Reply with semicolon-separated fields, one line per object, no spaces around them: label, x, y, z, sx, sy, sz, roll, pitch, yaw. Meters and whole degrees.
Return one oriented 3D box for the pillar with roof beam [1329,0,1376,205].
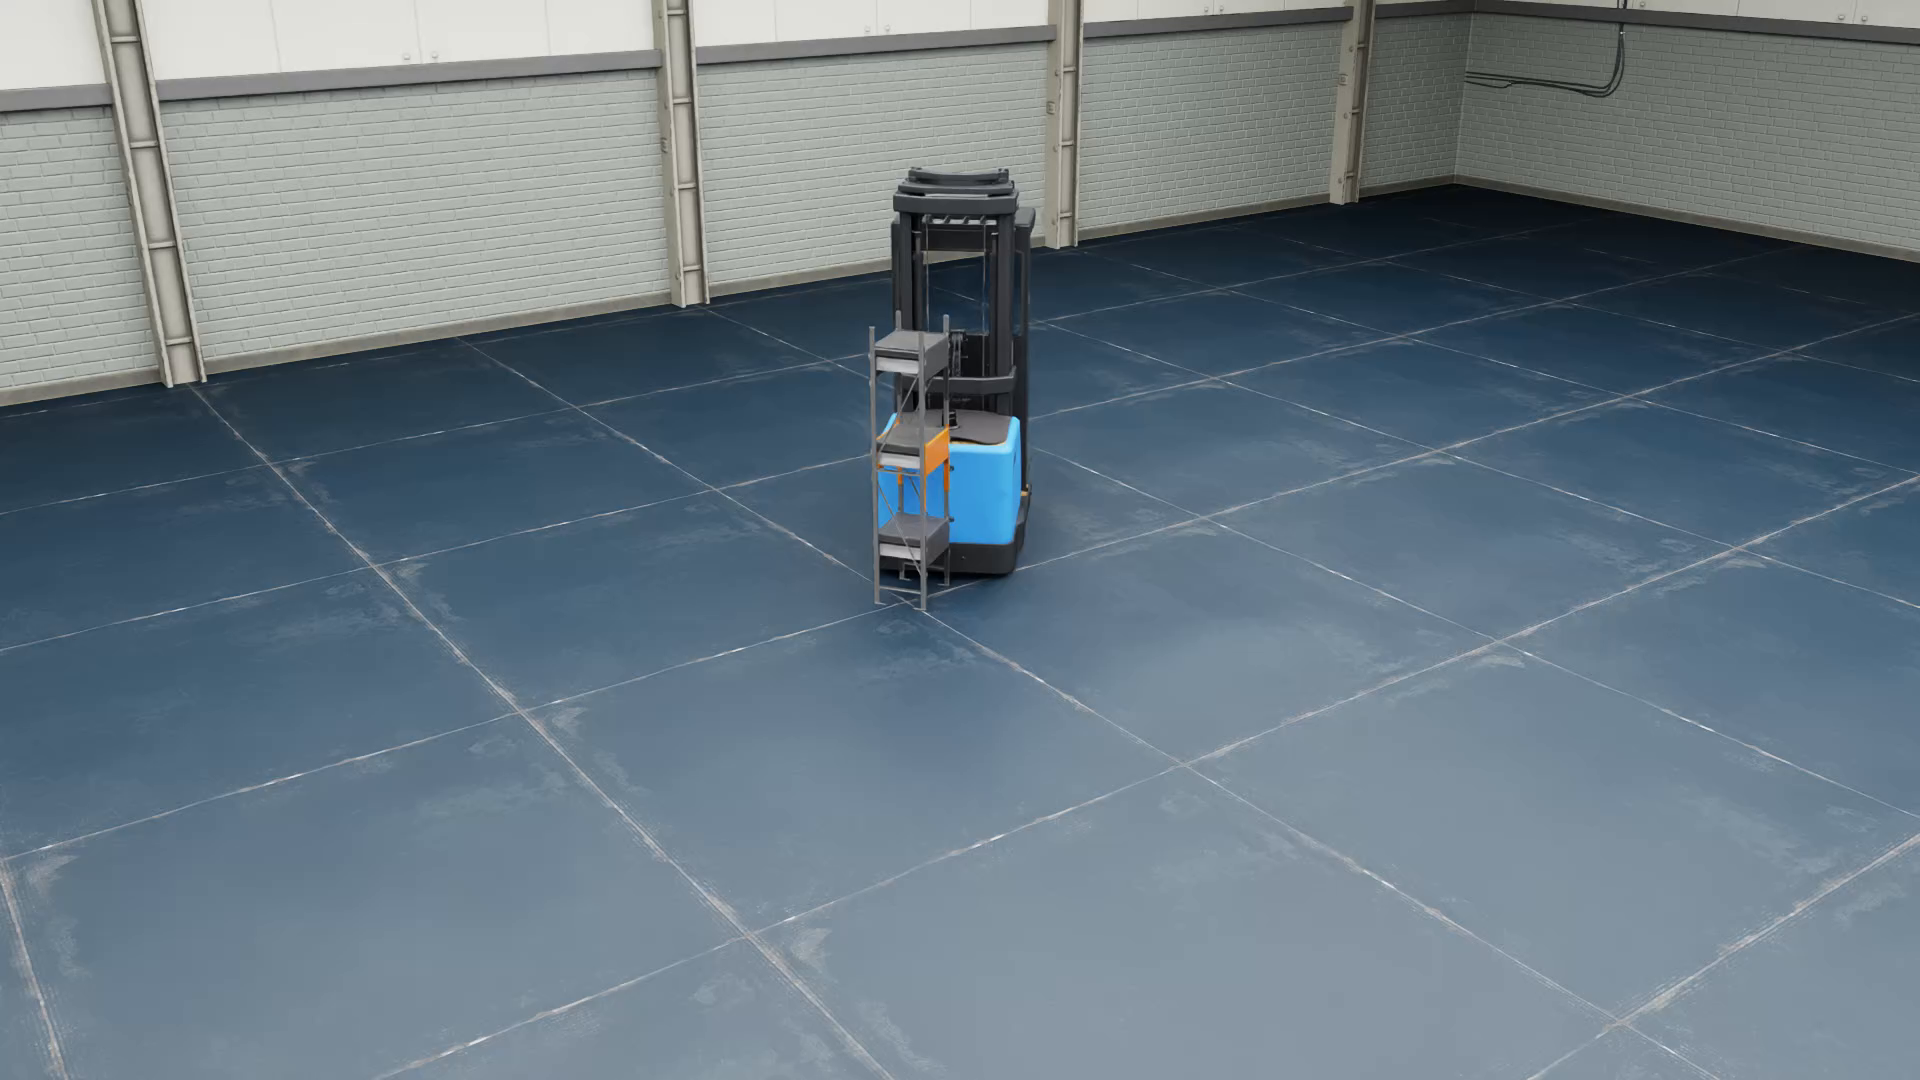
pillar with roof beam;8.852;-8.474;22.585;0.400;9.000;9.100;-15;26;-33

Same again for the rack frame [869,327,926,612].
rack frame;-0.438;-0.476;11.852;0.400;2.100;0.015;8;23;19

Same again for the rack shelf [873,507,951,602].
rack shelf;-0.354;0.102;12.329;0.431;0.518;0.480;8;23;19

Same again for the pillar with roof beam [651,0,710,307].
pillar with roof beam;-0.889;-5.877;16.076;0.400;9.000;9.100;-15;26;-33

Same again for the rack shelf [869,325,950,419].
rack shelf;-0.354;-1.199;11.810;0.431;0.518;0.480;8;23;19

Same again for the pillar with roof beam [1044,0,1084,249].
pillar with roof beam;3.981;-7.175;19.331;0.400;9.000;9.100;-15;26;-33

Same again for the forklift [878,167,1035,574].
forklift;0.030;-1.611;13.573;1.130;2.935;3.031;2;22;5

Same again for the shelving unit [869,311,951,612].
shelving unit;-0.354;-0.561;12.064;0.431;2.100;0.503;8;23;19

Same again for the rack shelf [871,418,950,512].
rack shelf;-0.354;-0.549;12.069;0.431;0.518;0.480;8;23;19

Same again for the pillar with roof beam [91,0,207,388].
pillar with roof beam;-5.760;-4.578;12.821;0.400;9.000;9.100;-15;26;-33

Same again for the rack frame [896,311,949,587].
rack frame;-0.271;-0.646;12.277;0.400;2.100;0.015;8;23;19

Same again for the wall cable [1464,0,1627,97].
wall cable;9.501;-8.567;27.007;0.112;2.526;3.097;-15;26;-33
